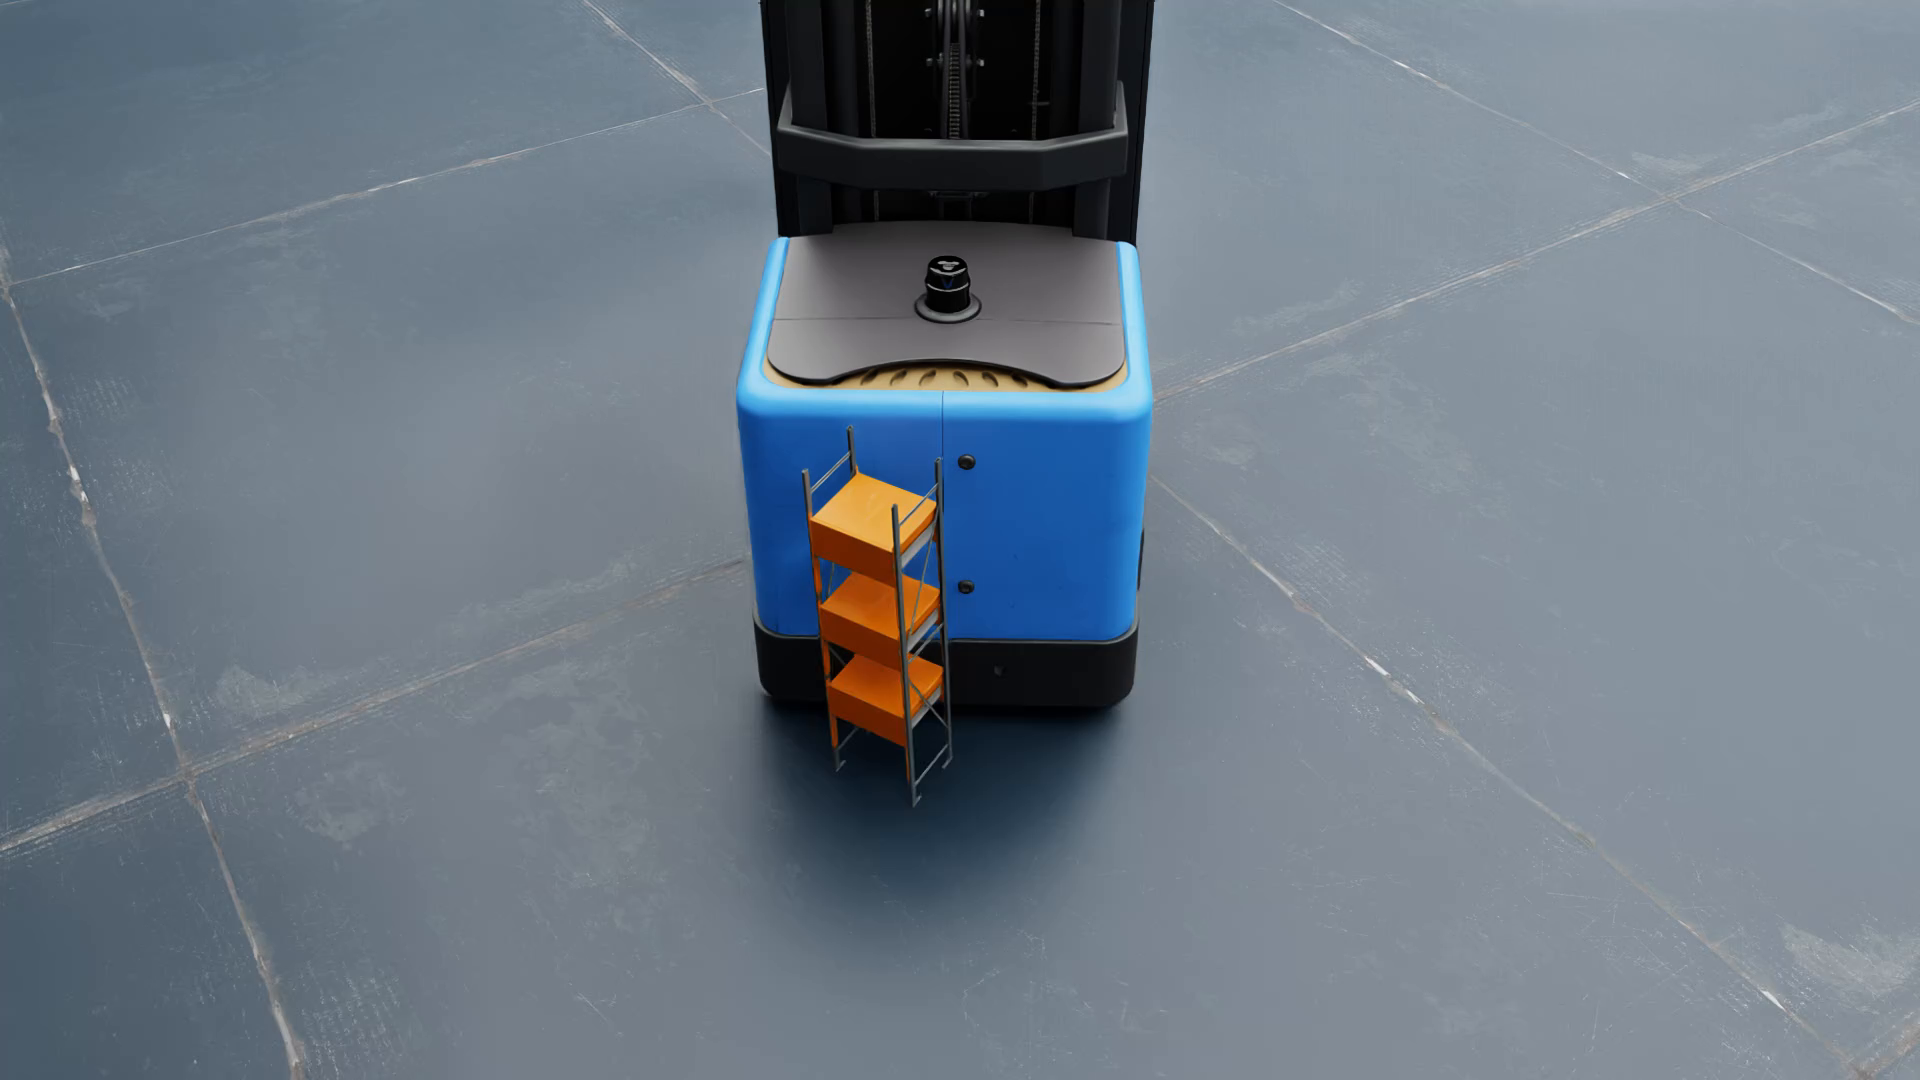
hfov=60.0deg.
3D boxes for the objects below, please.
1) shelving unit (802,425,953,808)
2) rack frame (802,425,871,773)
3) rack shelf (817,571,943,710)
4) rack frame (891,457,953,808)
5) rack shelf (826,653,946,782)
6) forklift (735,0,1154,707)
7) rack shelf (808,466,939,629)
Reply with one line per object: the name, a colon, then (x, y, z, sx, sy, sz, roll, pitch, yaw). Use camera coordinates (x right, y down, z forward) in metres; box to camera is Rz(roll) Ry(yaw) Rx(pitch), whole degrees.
shelving unit: (-0.191, 0.219, 4.159, 0.252, 1.050, 0.215, 21, 47, 24)
rack frame: (-0.295, 0.179, 4.208, 0.008, 1.050, 0.200, 21, 47, 24)
rack shelf: (-0.191, 0.227, 4.167, 0.240, 0.259, 0.215, 21, 47, 24)
rack frame: (-0.087, 0.260, 4.111, 0.008, 1.050, 0.200, 21, 47, 24)
rack shelf: (-0.185, 0.434, 4.352, 0.240, 0.259, 0.215, 21, 47, 24)
forklift: (-0.002, -1.586, 4.863, 1.130, 2.935, 3.031, 1, 40, 1)
rack shelf: (-0.197, 0.016, 3.977, 0.240, 0.259, 0.215, 21, 47, 24)
